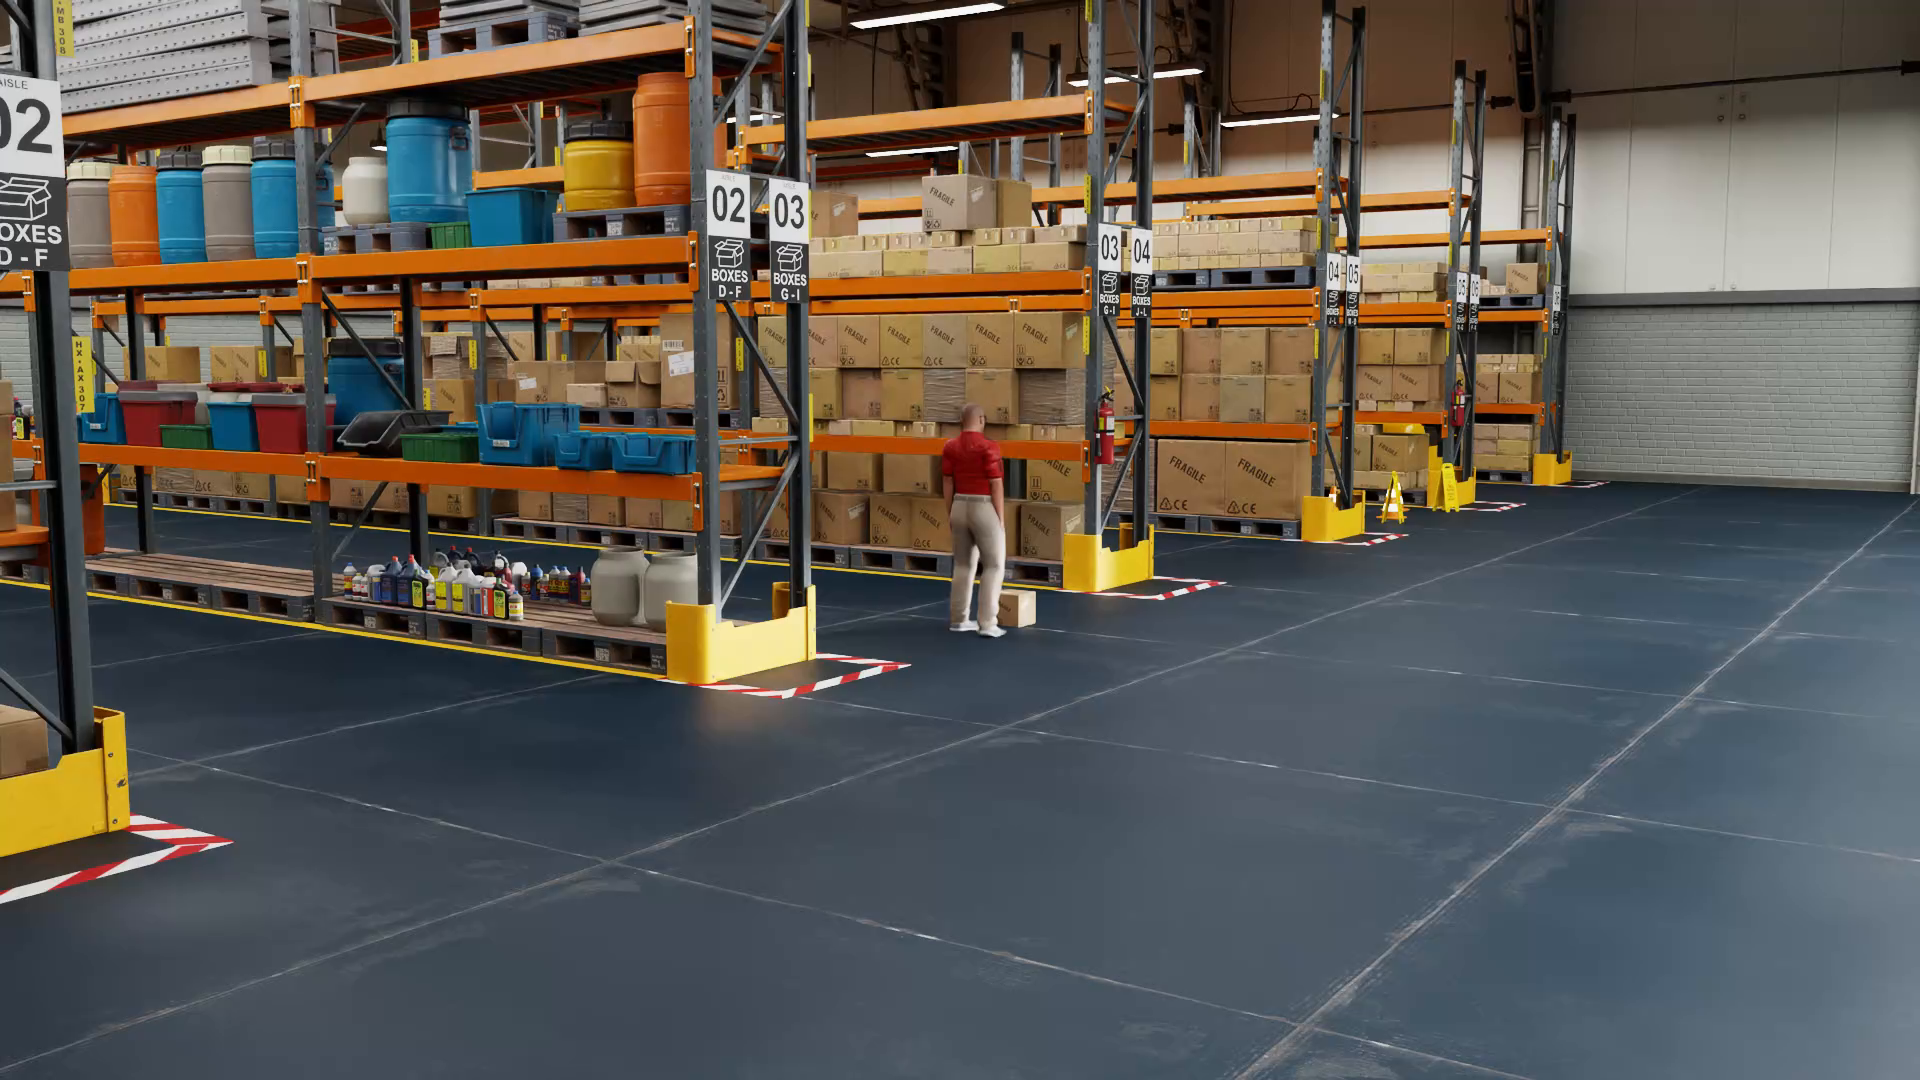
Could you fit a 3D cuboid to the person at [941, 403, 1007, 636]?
[{"bbox_3d":[0.123,-0.148,12.369,0.526,1.746,0.360,4,8,35],"label":"person"}]
